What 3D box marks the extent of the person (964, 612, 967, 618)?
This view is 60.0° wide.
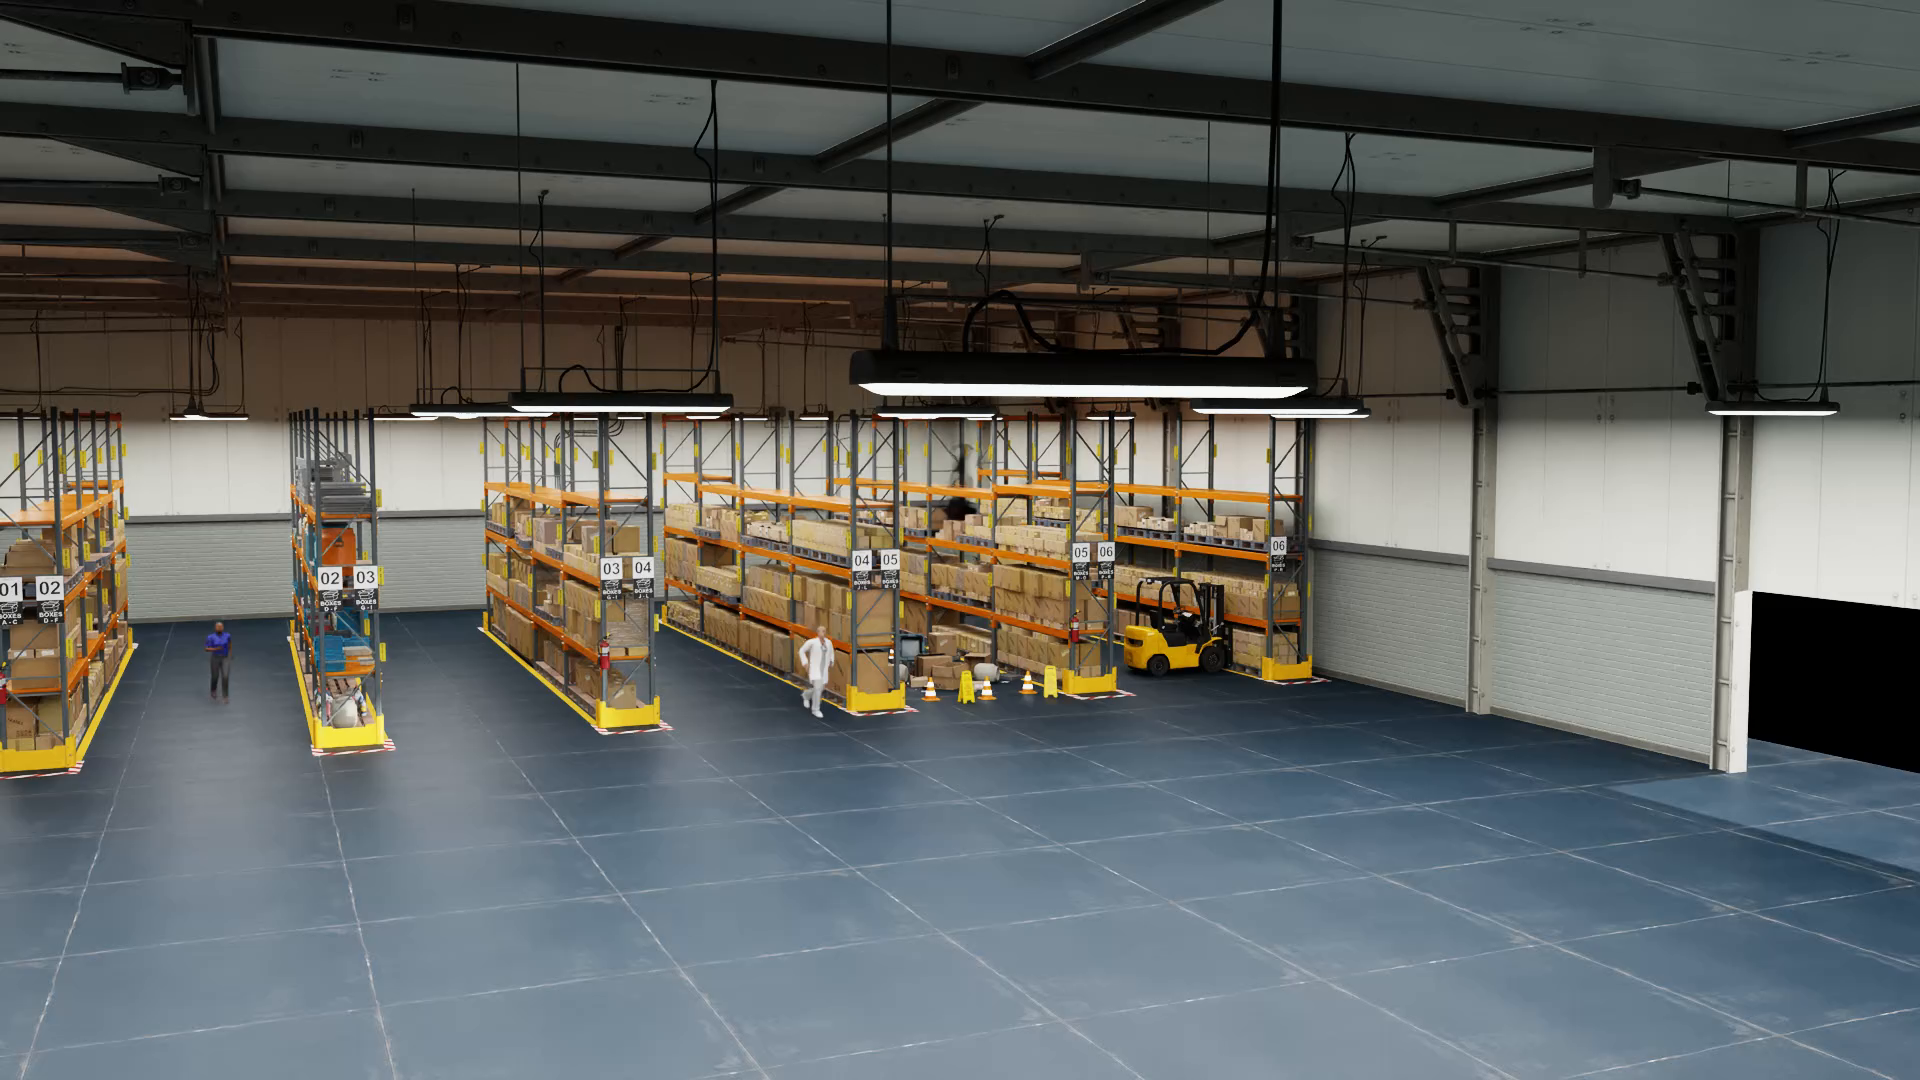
[{"bbox_3d":[0.016,1.551,47.867,0.647,1.672,0.763,-3,5,-34],"label":"person"}]

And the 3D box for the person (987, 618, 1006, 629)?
[{"bbox_3d":[0.968,1.795,43.277,0.671,1.783,0.884,-1,4,-20],"label":"person"}]

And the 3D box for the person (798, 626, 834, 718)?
[{"bbox_3d":[-2.810,2.577,32.811,0.756,1.761,0.867,-3,5,-37],"label":"person"}]

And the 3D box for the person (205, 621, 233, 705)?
[{"bbox_3d":[-15.159,2.487,34.028,0.566,1.662,0.929,-3,5,-35],"label":"person"}]
